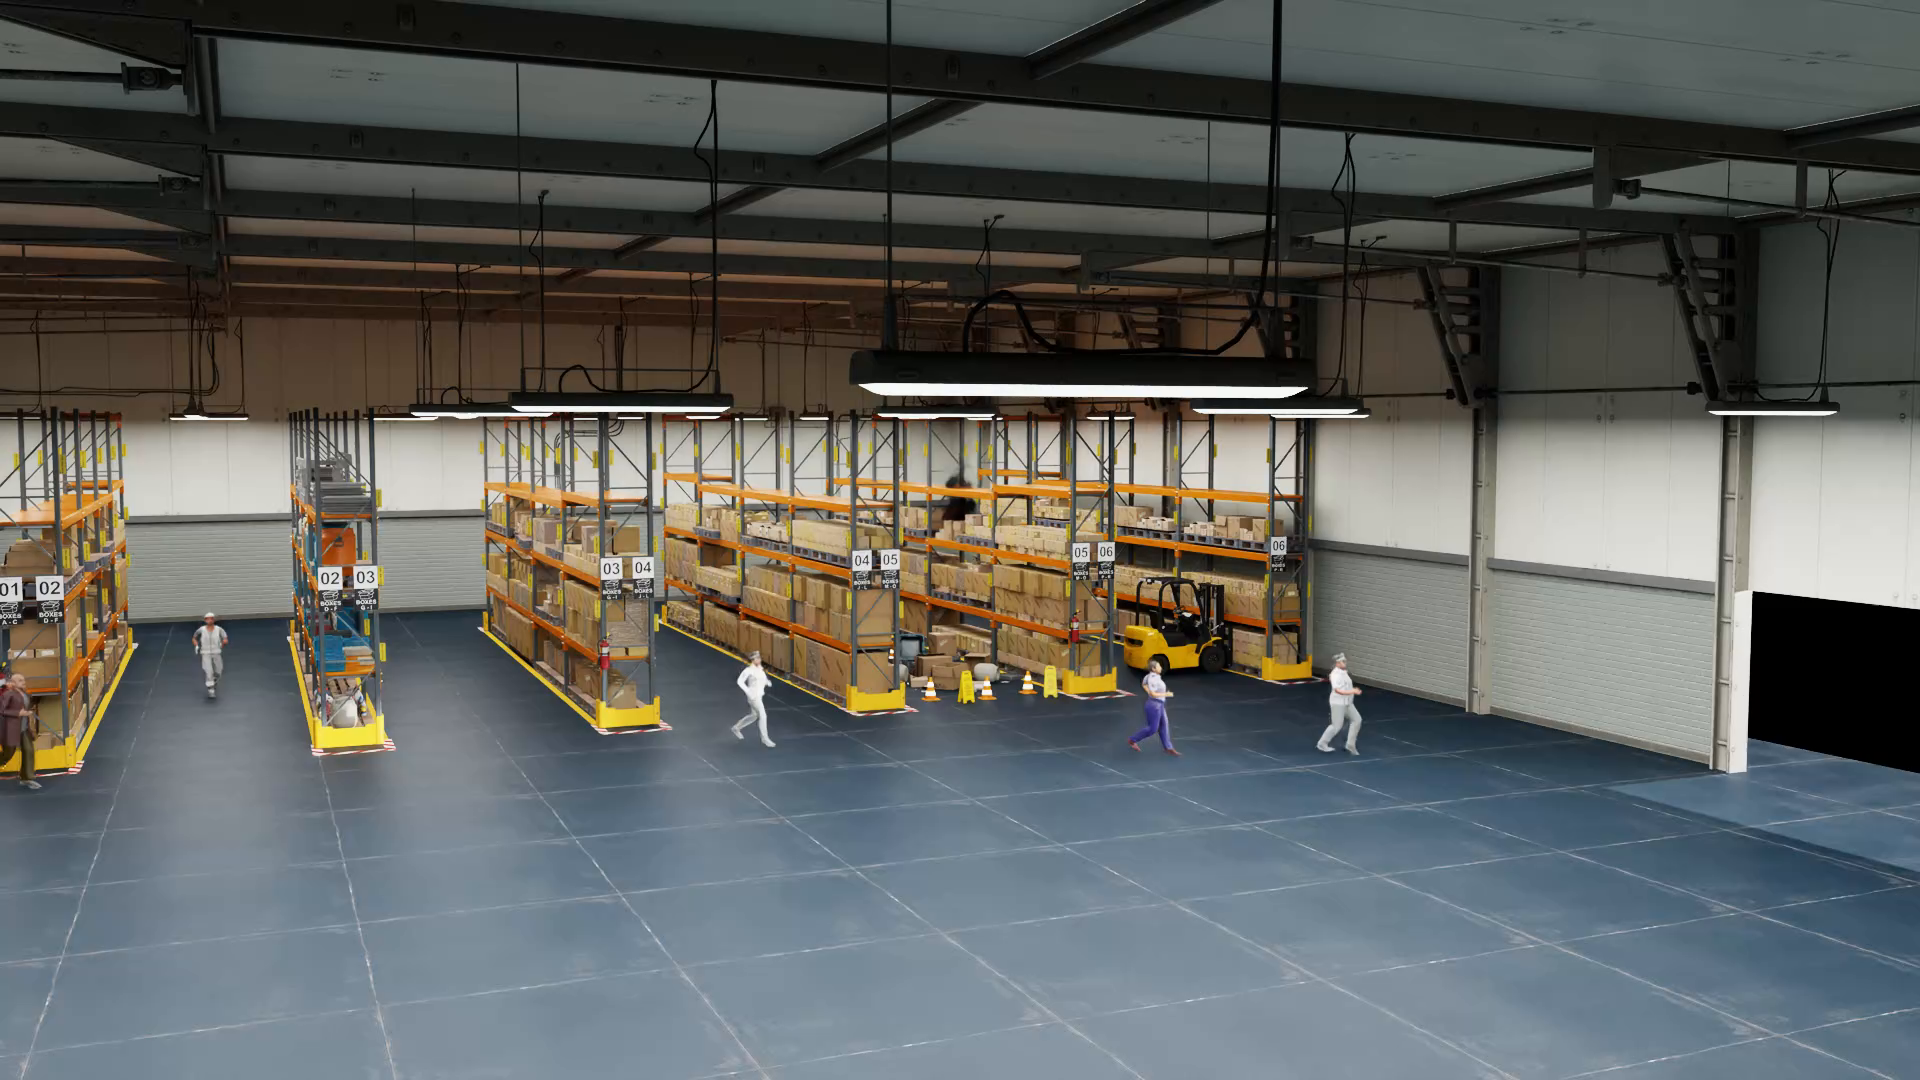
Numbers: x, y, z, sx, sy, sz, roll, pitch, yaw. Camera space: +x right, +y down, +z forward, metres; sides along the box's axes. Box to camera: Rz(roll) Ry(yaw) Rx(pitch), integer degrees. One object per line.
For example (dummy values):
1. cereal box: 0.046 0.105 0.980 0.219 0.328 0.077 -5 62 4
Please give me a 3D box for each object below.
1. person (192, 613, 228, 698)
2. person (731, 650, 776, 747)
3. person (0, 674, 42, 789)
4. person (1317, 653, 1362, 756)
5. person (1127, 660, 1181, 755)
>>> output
1. person: -15.711 2.402 34.870 0.669 1.760 0.868 -2 5 -30
2. person: -3.677 2.807 29.634 0.863 1.706 0.602 1 4 17
3. person: -14.873 3.004 26.162 0.973 1.796 0.718 1 4 9
4. person: 6.595 2.854 28.752 0.751 1.827 0.670 2 5 29
5. person: 3.335 2.893 28.566 0.925 1.634 0.606 1 4 12
